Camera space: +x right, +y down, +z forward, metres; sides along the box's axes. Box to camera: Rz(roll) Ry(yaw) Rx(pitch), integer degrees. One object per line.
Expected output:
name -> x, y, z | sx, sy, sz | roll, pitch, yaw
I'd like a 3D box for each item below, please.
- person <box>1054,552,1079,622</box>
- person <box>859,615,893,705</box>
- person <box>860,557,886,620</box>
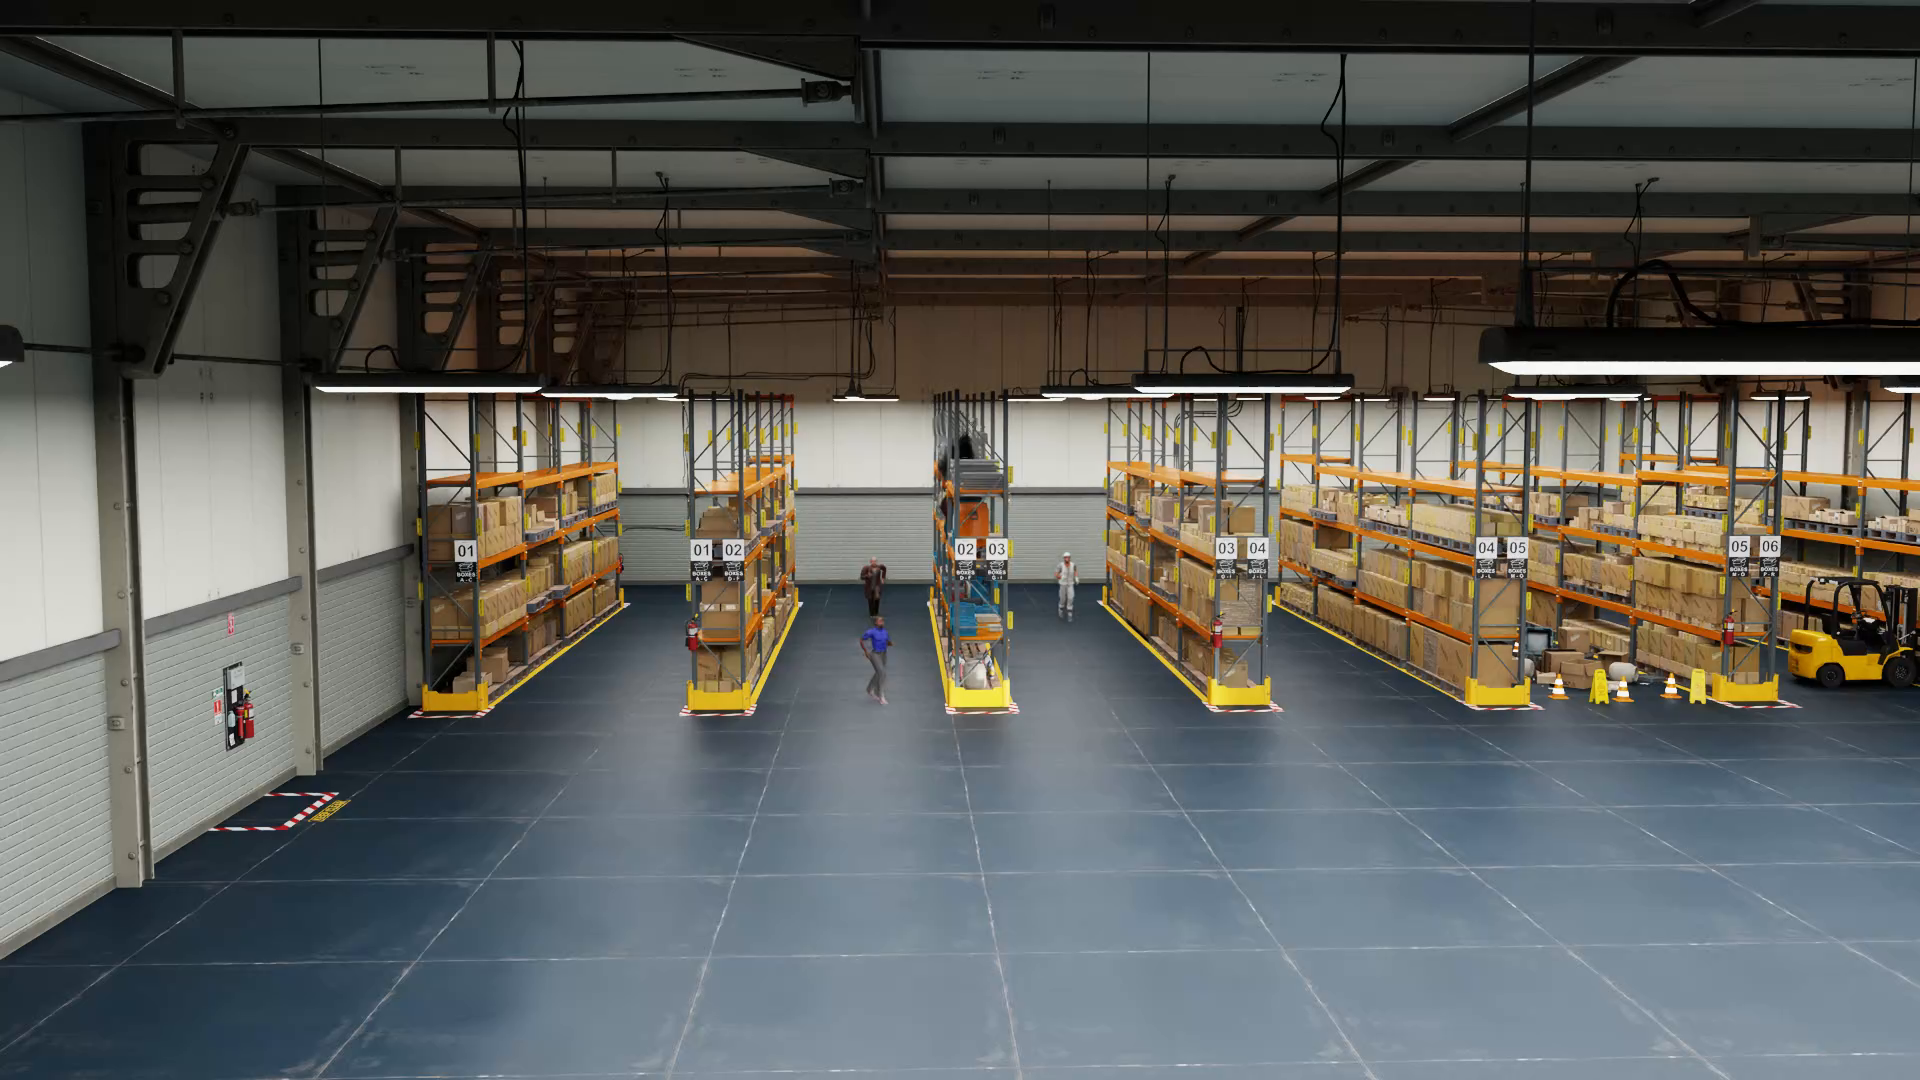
person -> 2.820, 1.237, 44.092 | 0.680, 1.839, 0.842 | -1, 5, -10
person -> -1.567, 2.306, 31.907 | 0.748, 1.700, 0.549 | 4, 6, 40
person -> -2.274, 1.298, 43.628 | 0.694, 1.757, 1.001 | 0, 5, -4
